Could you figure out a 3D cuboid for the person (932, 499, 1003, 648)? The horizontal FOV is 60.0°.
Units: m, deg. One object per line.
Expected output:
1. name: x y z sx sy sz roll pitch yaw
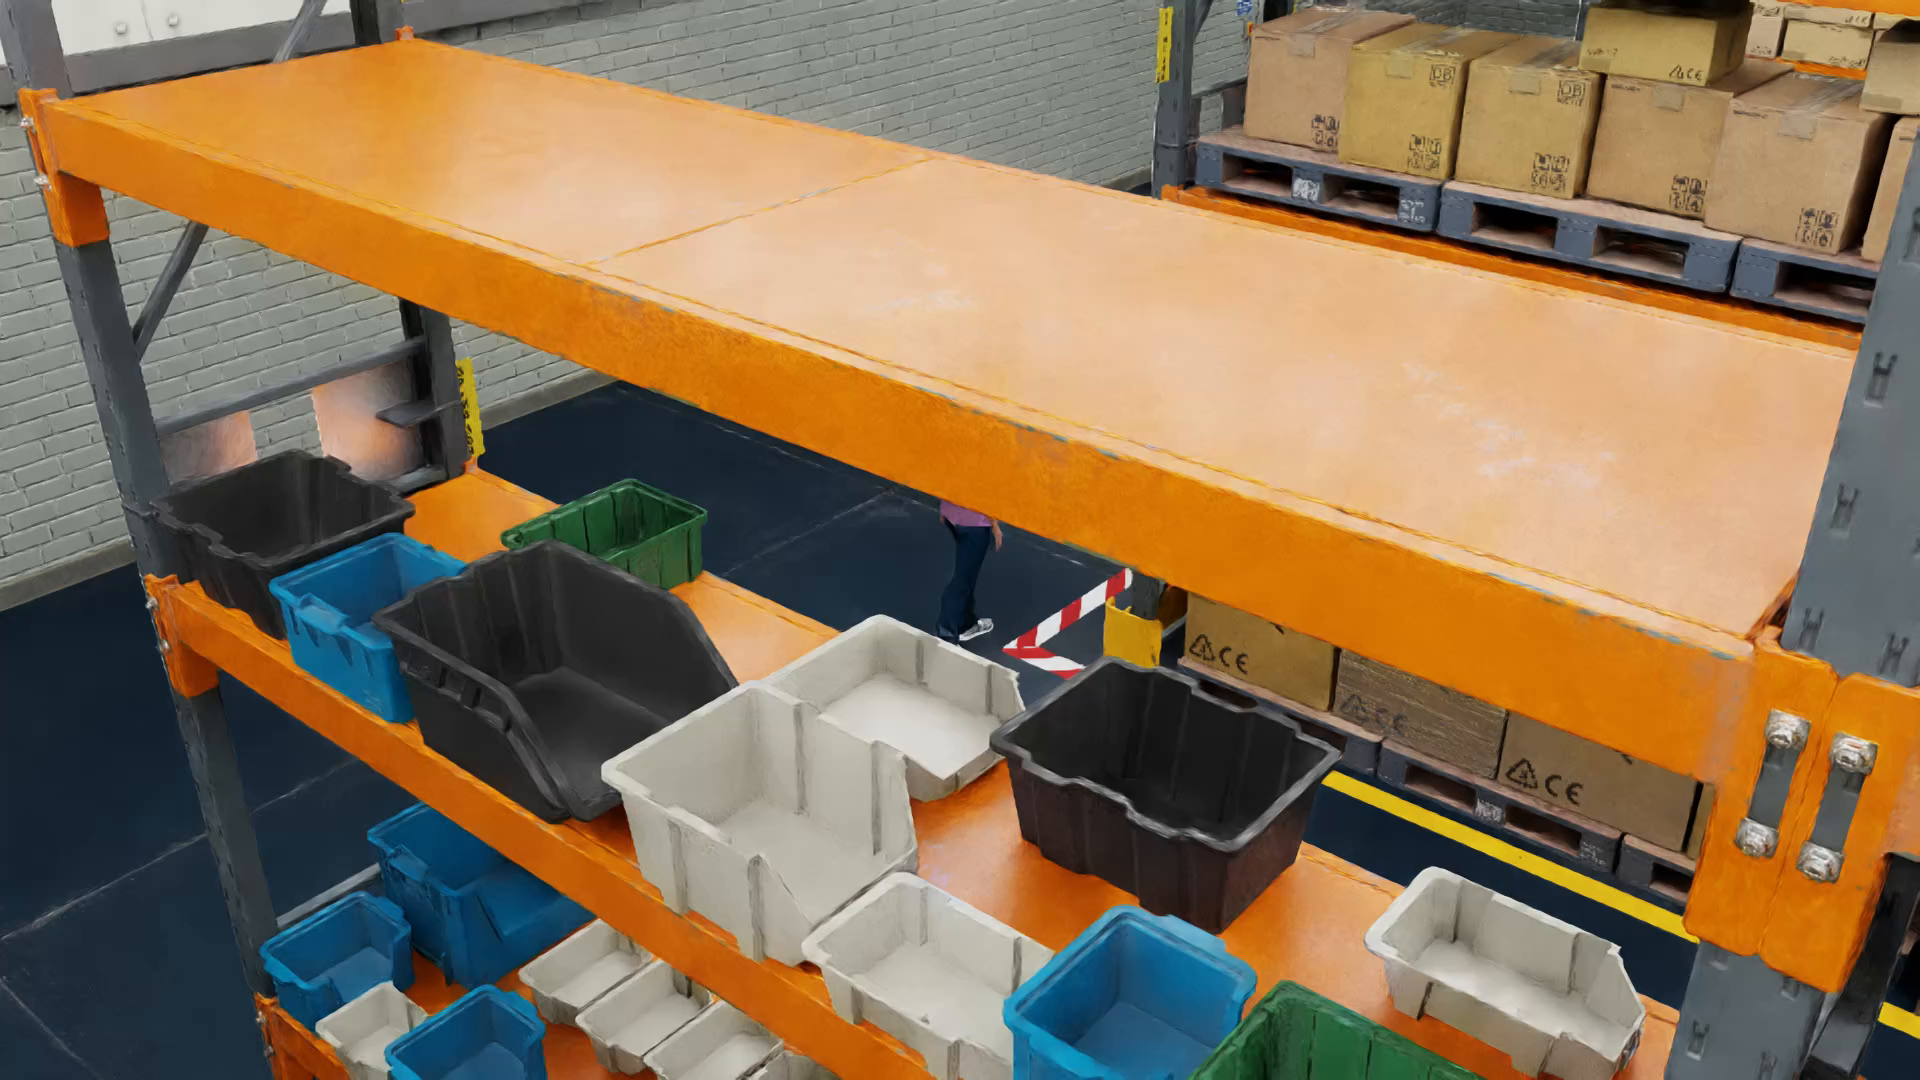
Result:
1. person: 0.030 -0.103 9.235 0.490 1.597 0.523 -16 32 -28
